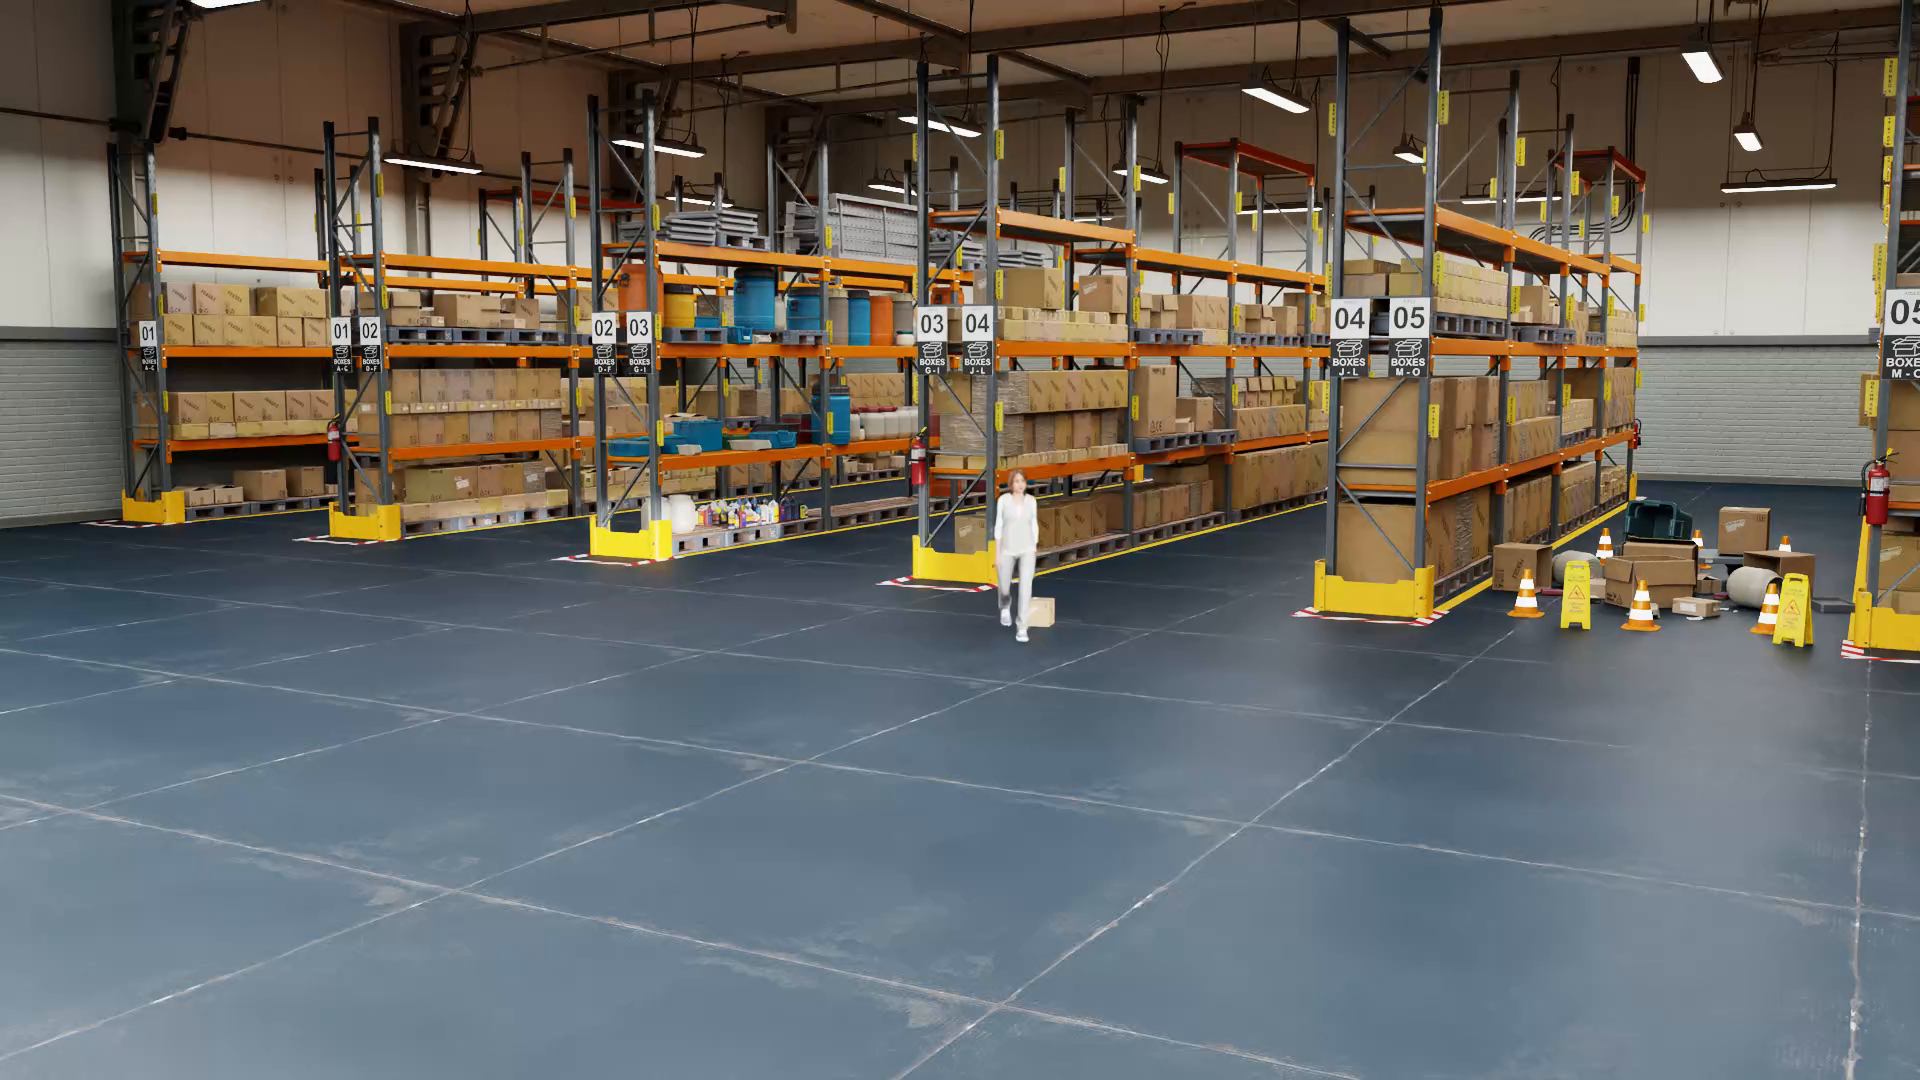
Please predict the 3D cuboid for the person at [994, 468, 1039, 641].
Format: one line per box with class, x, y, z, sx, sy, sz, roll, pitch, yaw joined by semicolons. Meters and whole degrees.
person;0.521;0.114;15.390;0.414;1.565;0.784;0;6;-2
